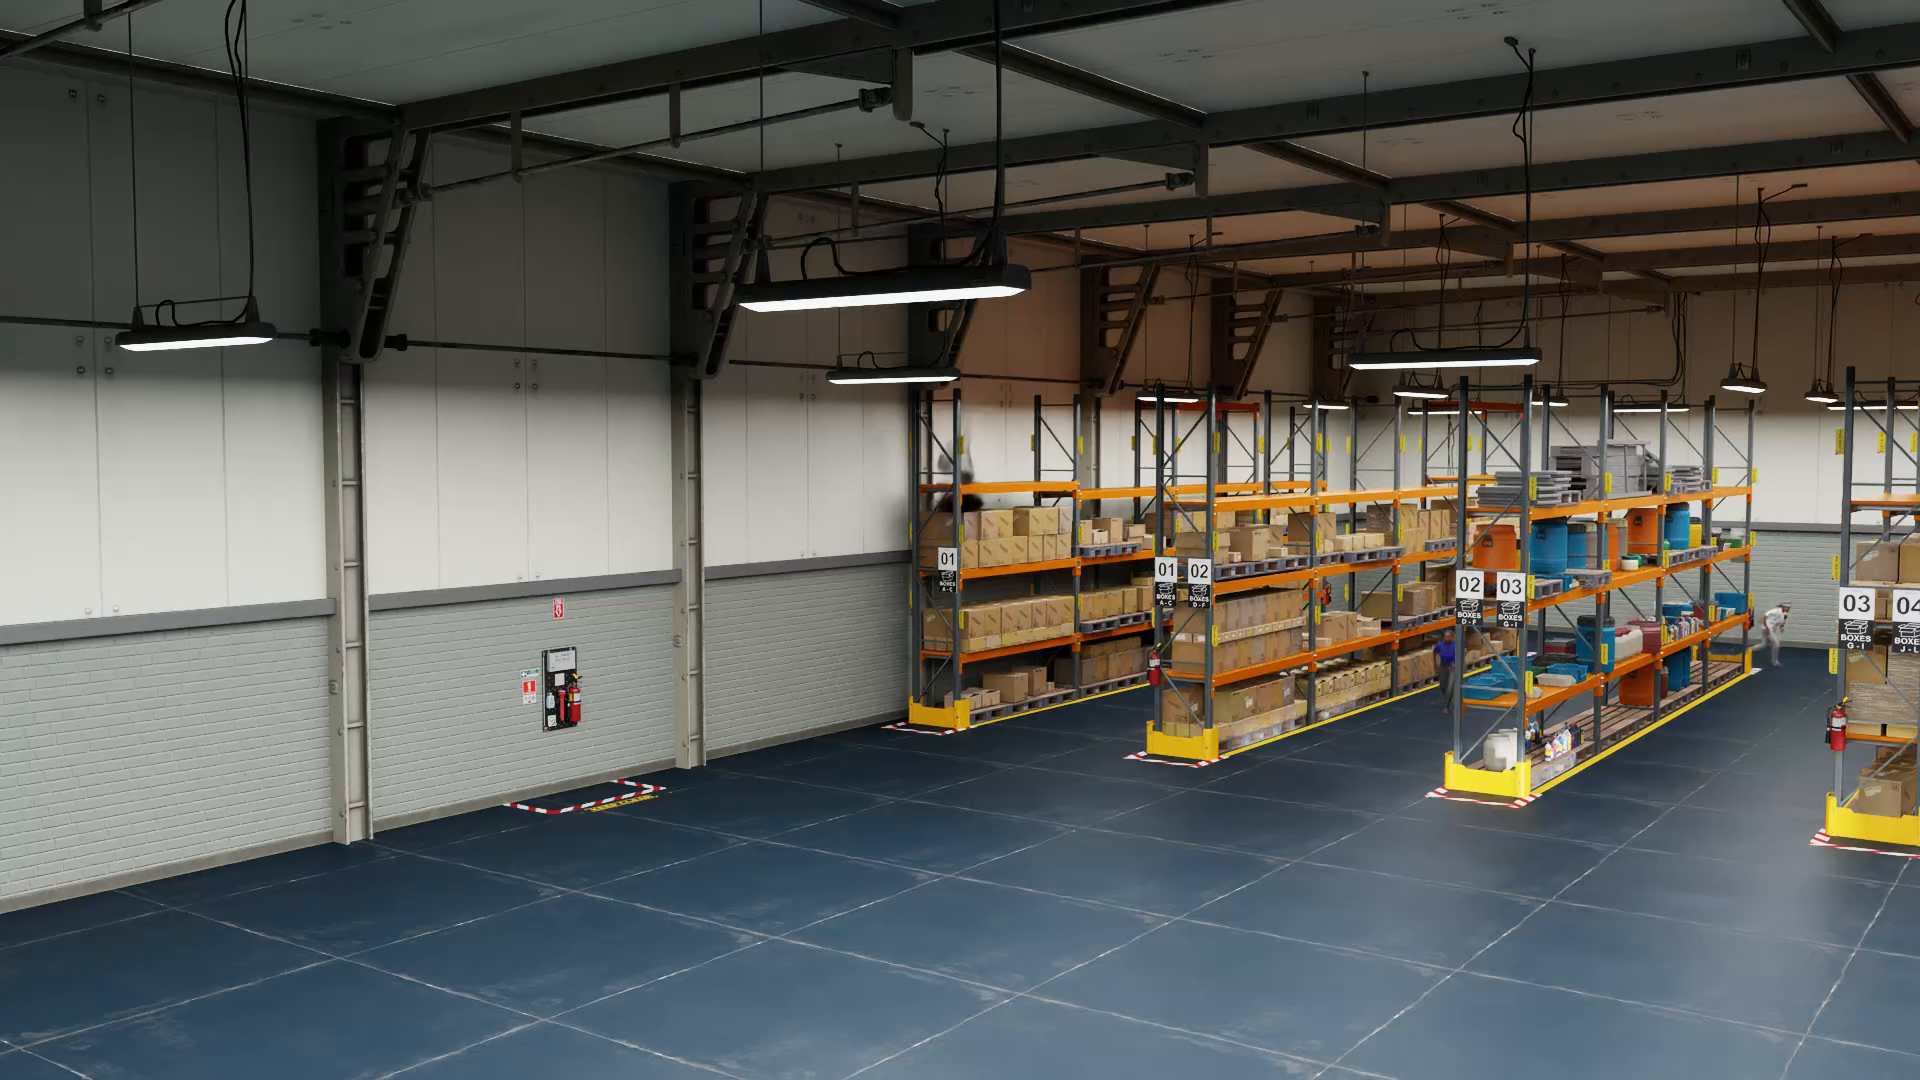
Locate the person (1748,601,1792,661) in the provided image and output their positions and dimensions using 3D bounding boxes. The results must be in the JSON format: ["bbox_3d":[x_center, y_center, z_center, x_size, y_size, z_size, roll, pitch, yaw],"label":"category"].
[{"bbox_3d":[18.481,2.060,38.013,0.577,1.394,1.004,-2,4,-36],"label":"person"}]

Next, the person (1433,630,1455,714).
[{"bbox_3d":[9.147,2.460,31.148,0.565,1.591,0.705,1,3,18],"label":"person"}]
